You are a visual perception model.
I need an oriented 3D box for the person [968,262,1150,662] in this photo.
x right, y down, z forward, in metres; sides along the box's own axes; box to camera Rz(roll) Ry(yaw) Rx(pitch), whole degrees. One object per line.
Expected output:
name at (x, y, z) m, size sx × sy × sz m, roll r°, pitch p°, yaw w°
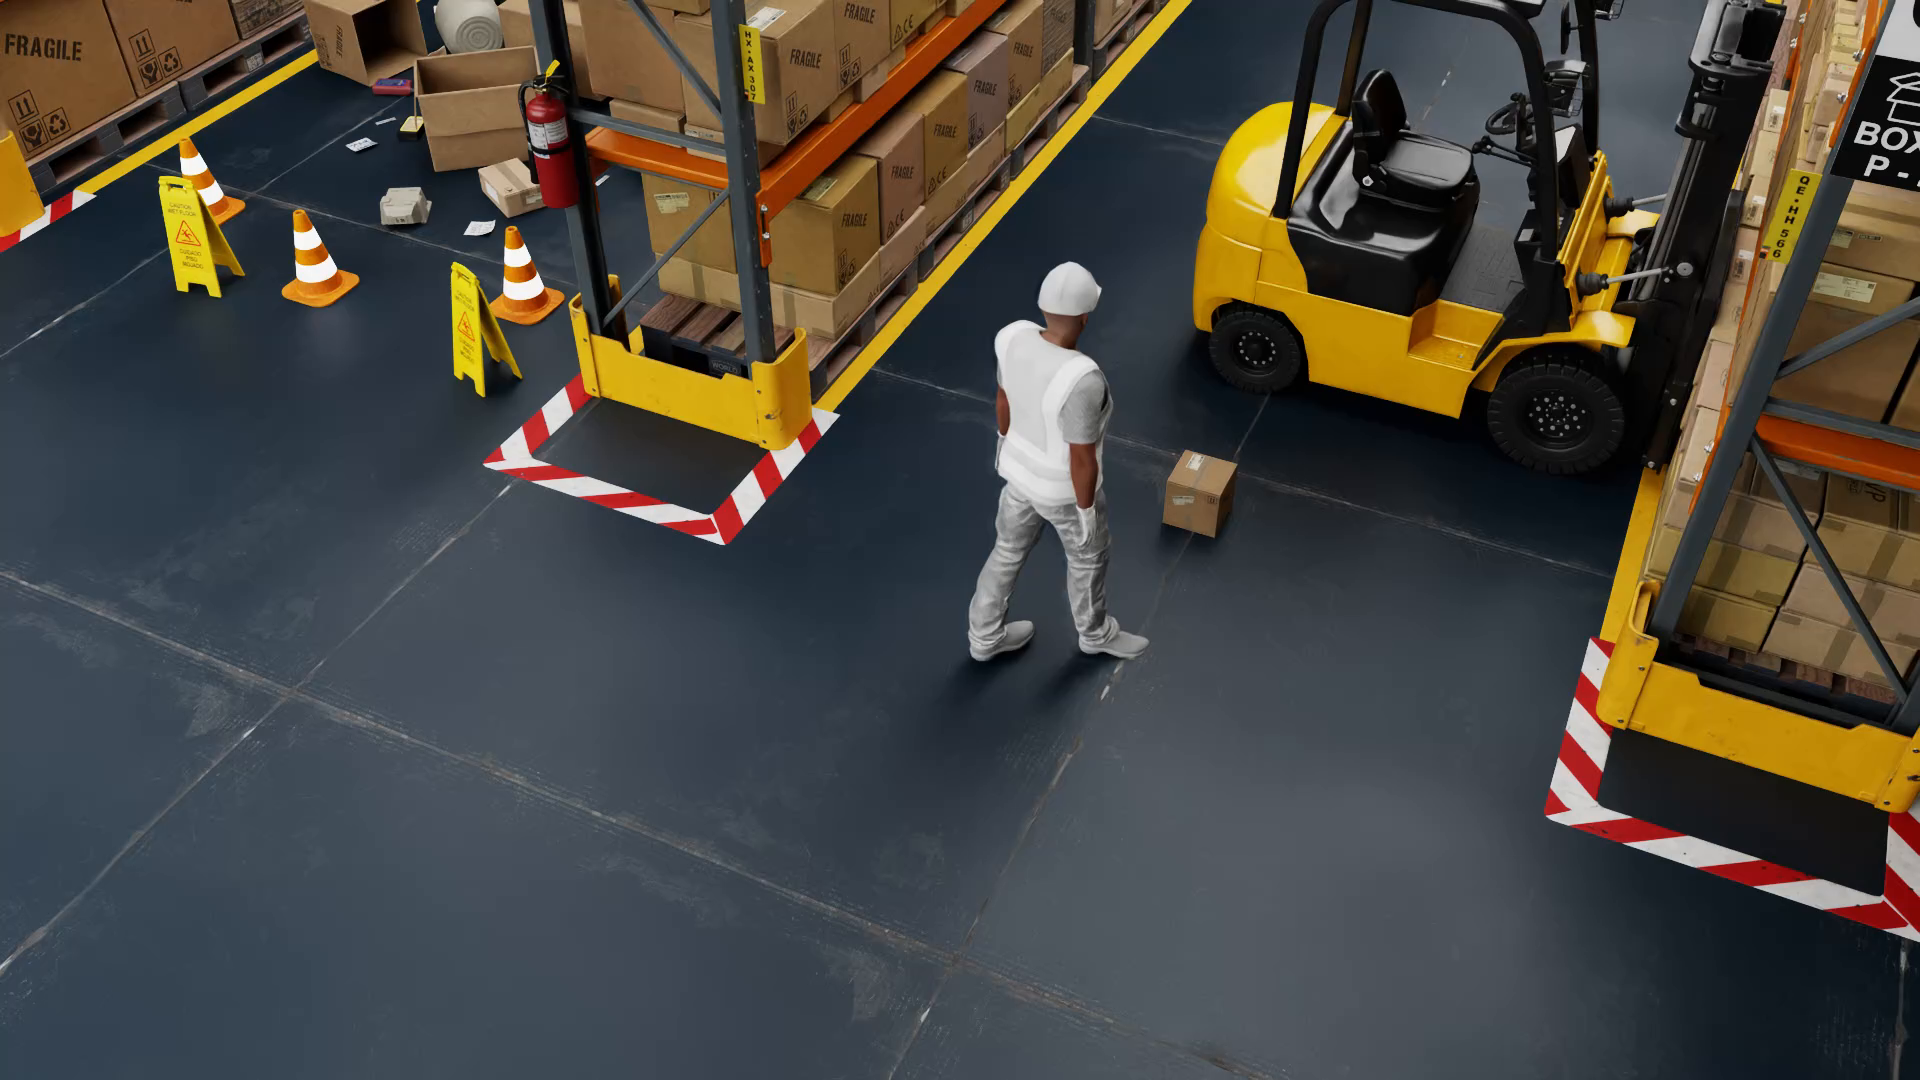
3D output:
person at (0.356, -0.244, 6.431) m, size 0.670 × 1.797 × 0.638 m, roll -26°, pitch 48°, yaw -26°
